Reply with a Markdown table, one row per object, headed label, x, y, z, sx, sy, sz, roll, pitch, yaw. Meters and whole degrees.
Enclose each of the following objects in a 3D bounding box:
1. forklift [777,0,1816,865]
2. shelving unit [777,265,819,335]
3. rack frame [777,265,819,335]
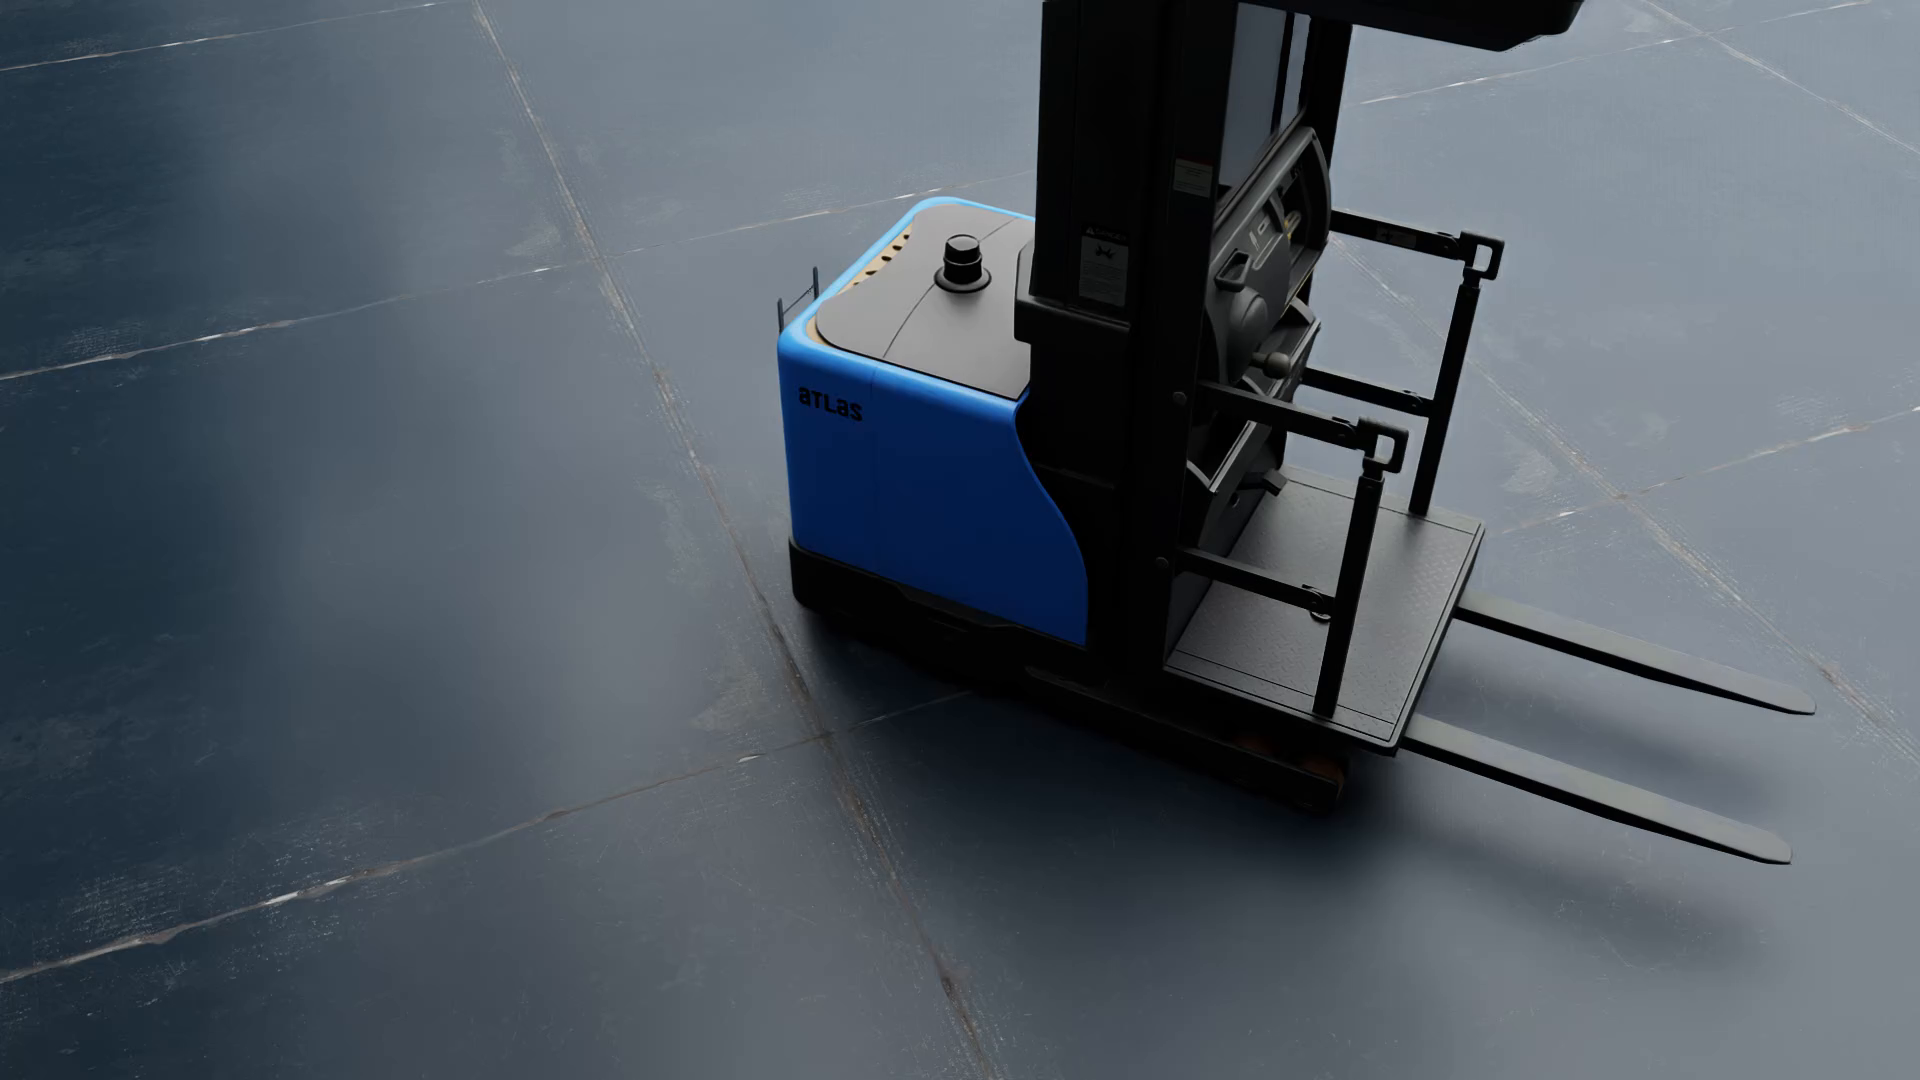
| label | x | y | z | sx | sy | sz | roll | pitch | yaw |
| --- | --- | --- | --- | --- | --- | --- | --- | --- | --- |
| forklift | 1.003 | -0.724 | 4.344 | 3.031 | 2.935 | 1.130 | 18 | 44 | 20 |
| shelving unit | -0.430 | -0.452 | 5.585 | 0.210 | 0.900 | 0.258 | 18 | 44 | 20 |
| rack frame | -0.521 | -0.482 | 5.620 | 0.006 | 0.900 | 0.240 | 18 | 44 | 20 |
